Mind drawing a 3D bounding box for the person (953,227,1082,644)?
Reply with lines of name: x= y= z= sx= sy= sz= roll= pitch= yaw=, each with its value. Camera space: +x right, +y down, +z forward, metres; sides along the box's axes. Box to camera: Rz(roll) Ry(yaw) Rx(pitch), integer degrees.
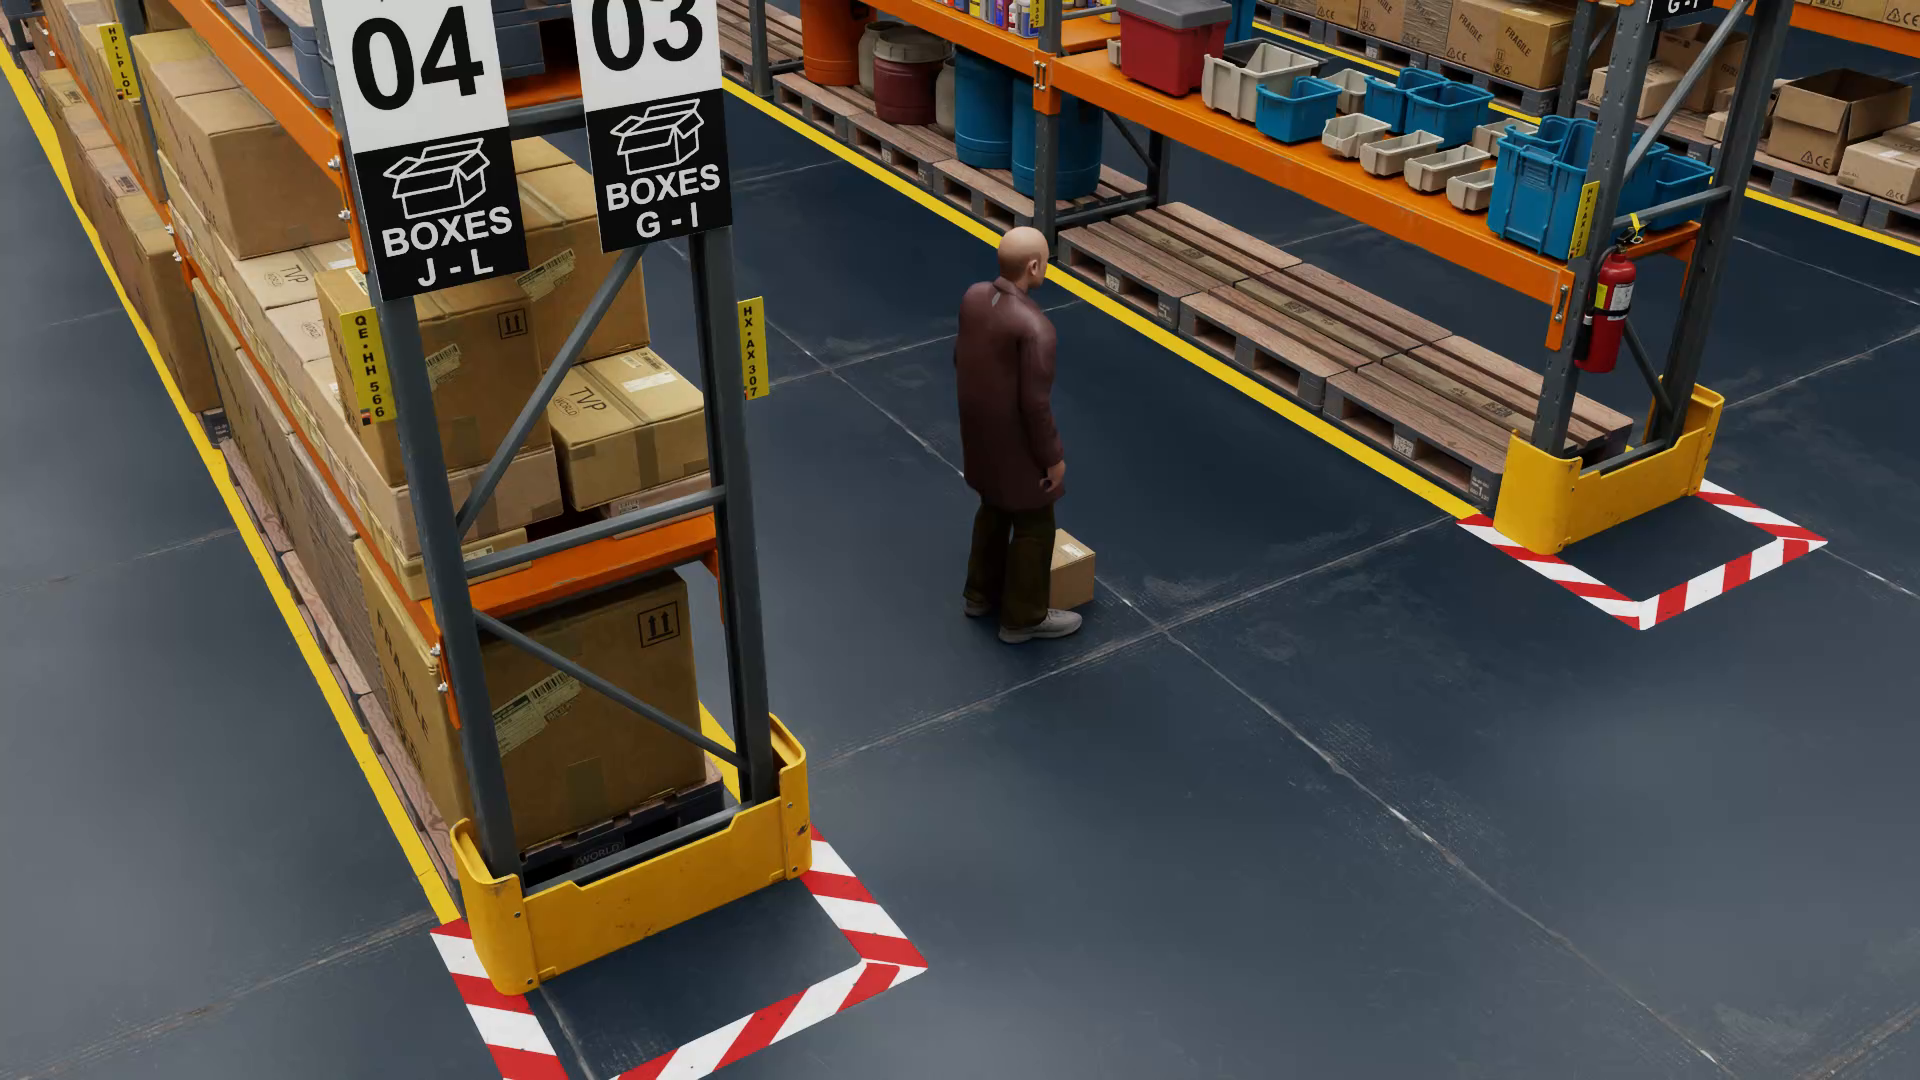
person: x=0.215 y=-0.424 z=6.825 sx=0.427 sy=1.773 sz=0.640 roll=-19 pitch=37 yaw=-28
